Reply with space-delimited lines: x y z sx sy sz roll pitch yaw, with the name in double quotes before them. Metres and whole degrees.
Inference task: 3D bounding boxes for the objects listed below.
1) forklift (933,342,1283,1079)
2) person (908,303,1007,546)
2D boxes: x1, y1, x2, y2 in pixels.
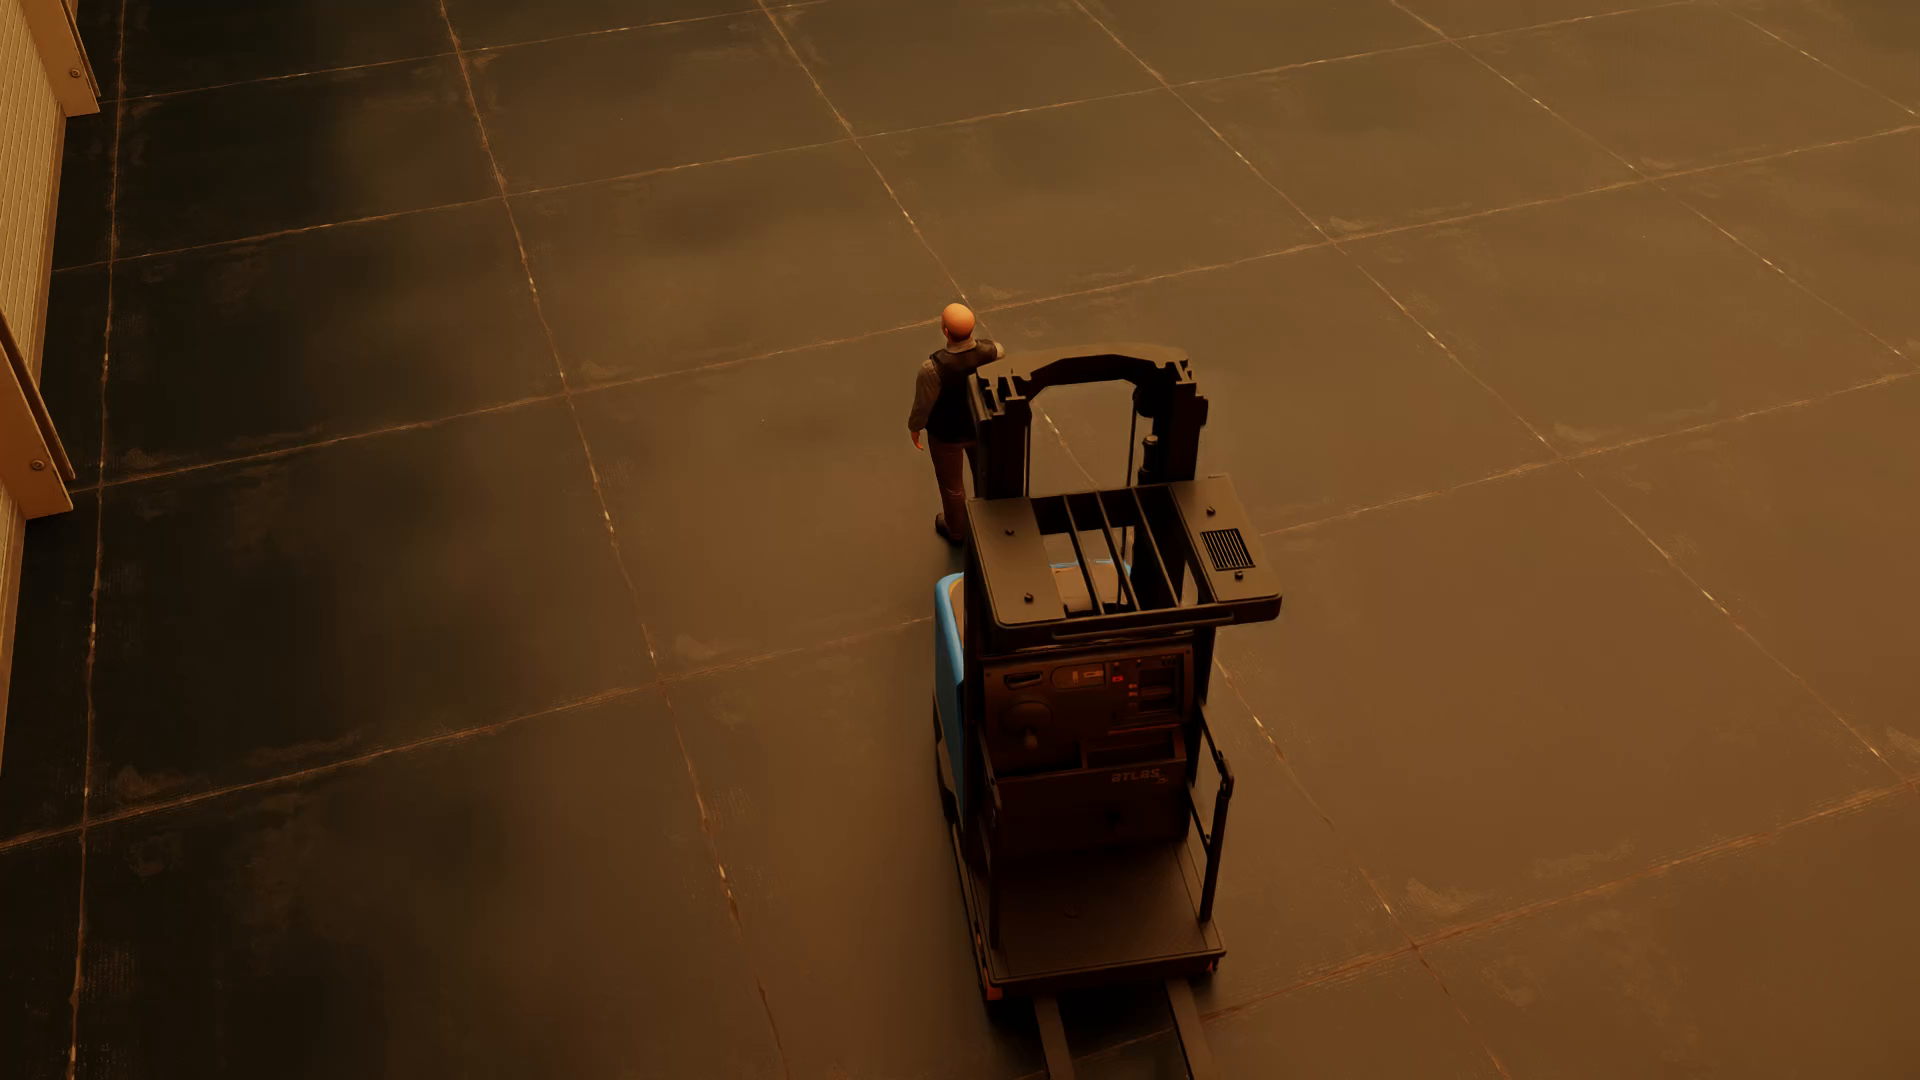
"forklift" 0.598 0.763 7.087 1.130 2.935 3.031 -6 40 -7
"person" -0.015 -0.705 9.765 0.634 1.722 0.566 -13 42 -15
